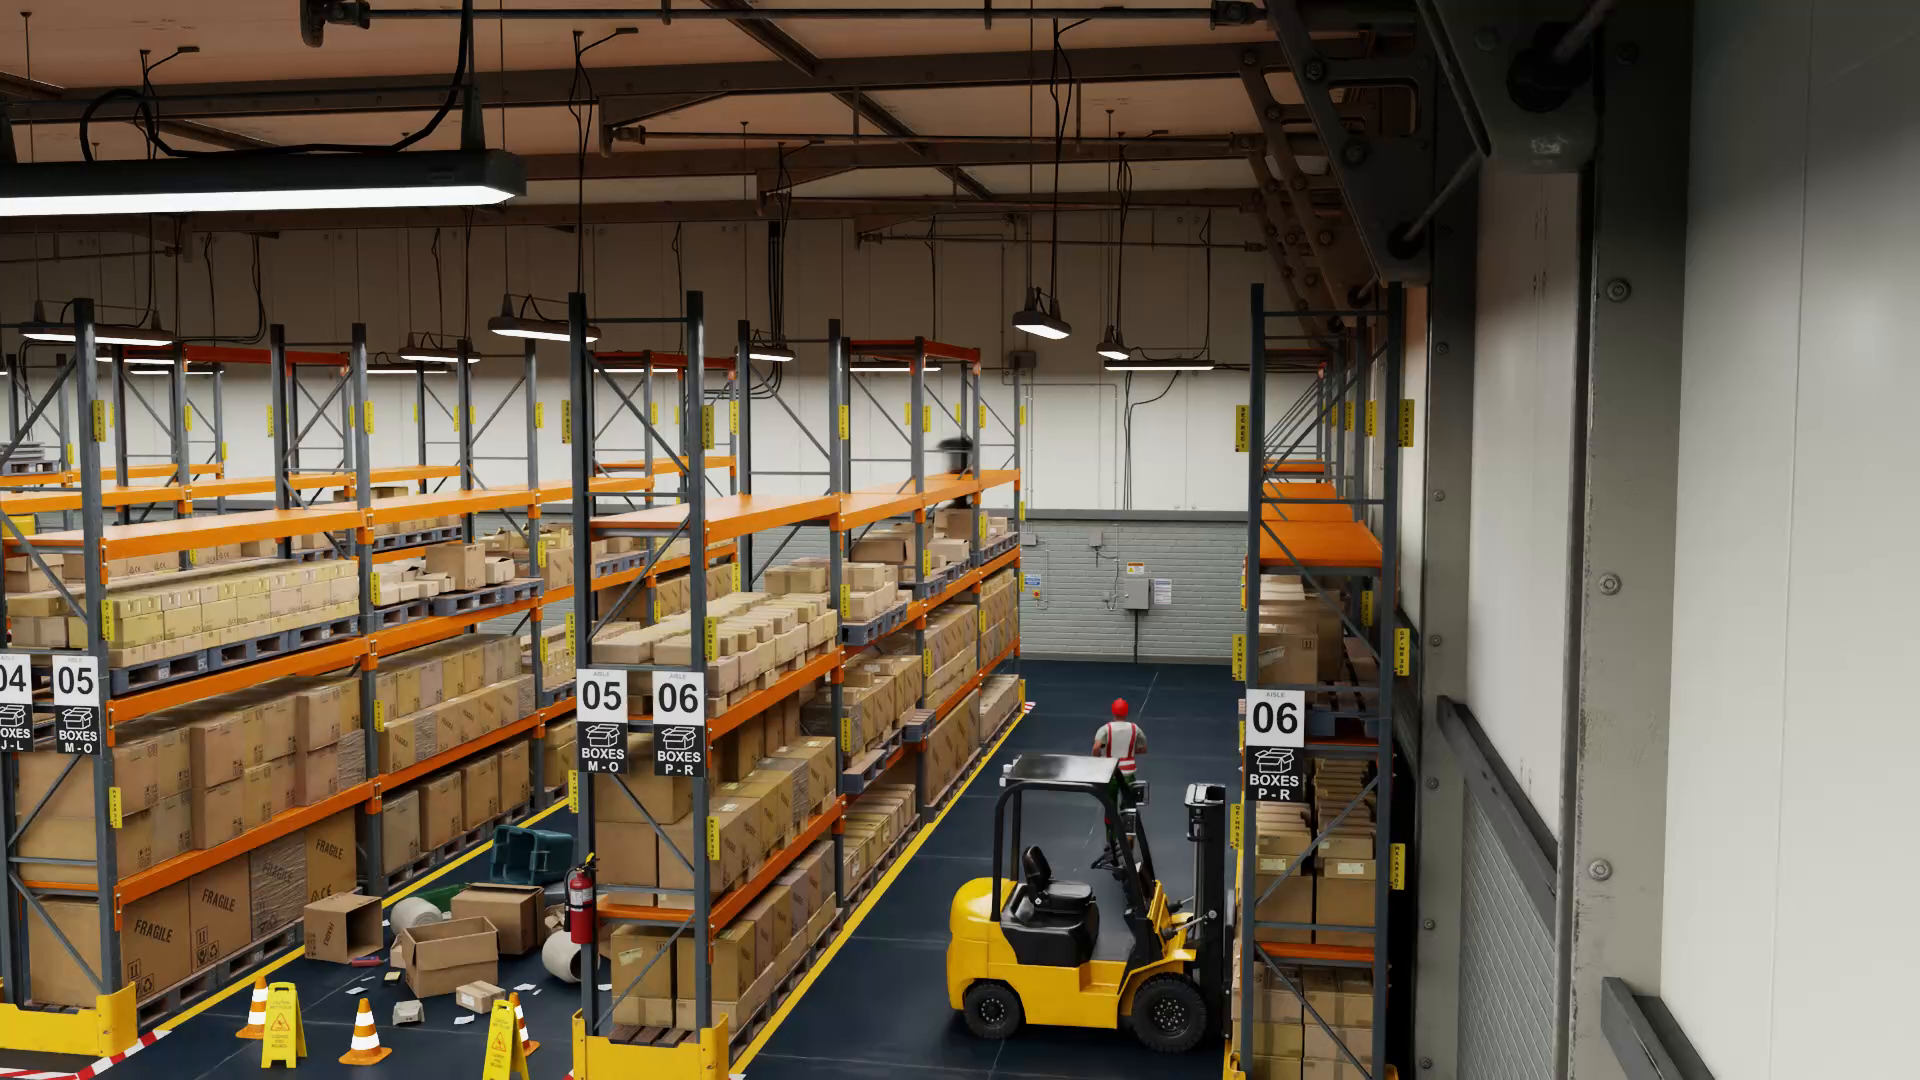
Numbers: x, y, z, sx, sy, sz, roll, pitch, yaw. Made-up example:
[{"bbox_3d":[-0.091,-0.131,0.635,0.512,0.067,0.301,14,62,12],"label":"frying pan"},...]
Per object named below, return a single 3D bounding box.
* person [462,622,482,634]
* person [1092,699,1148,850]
[{"bbox_3d":[-9.446,1.822,31.751,0.636,1.612,0.676,-4,6,-40],"label":"person"},{"bbox_3d":[1.843,2.705,19.243,0.659,1.765,1.000,0,5,0],"label":"person"}]
